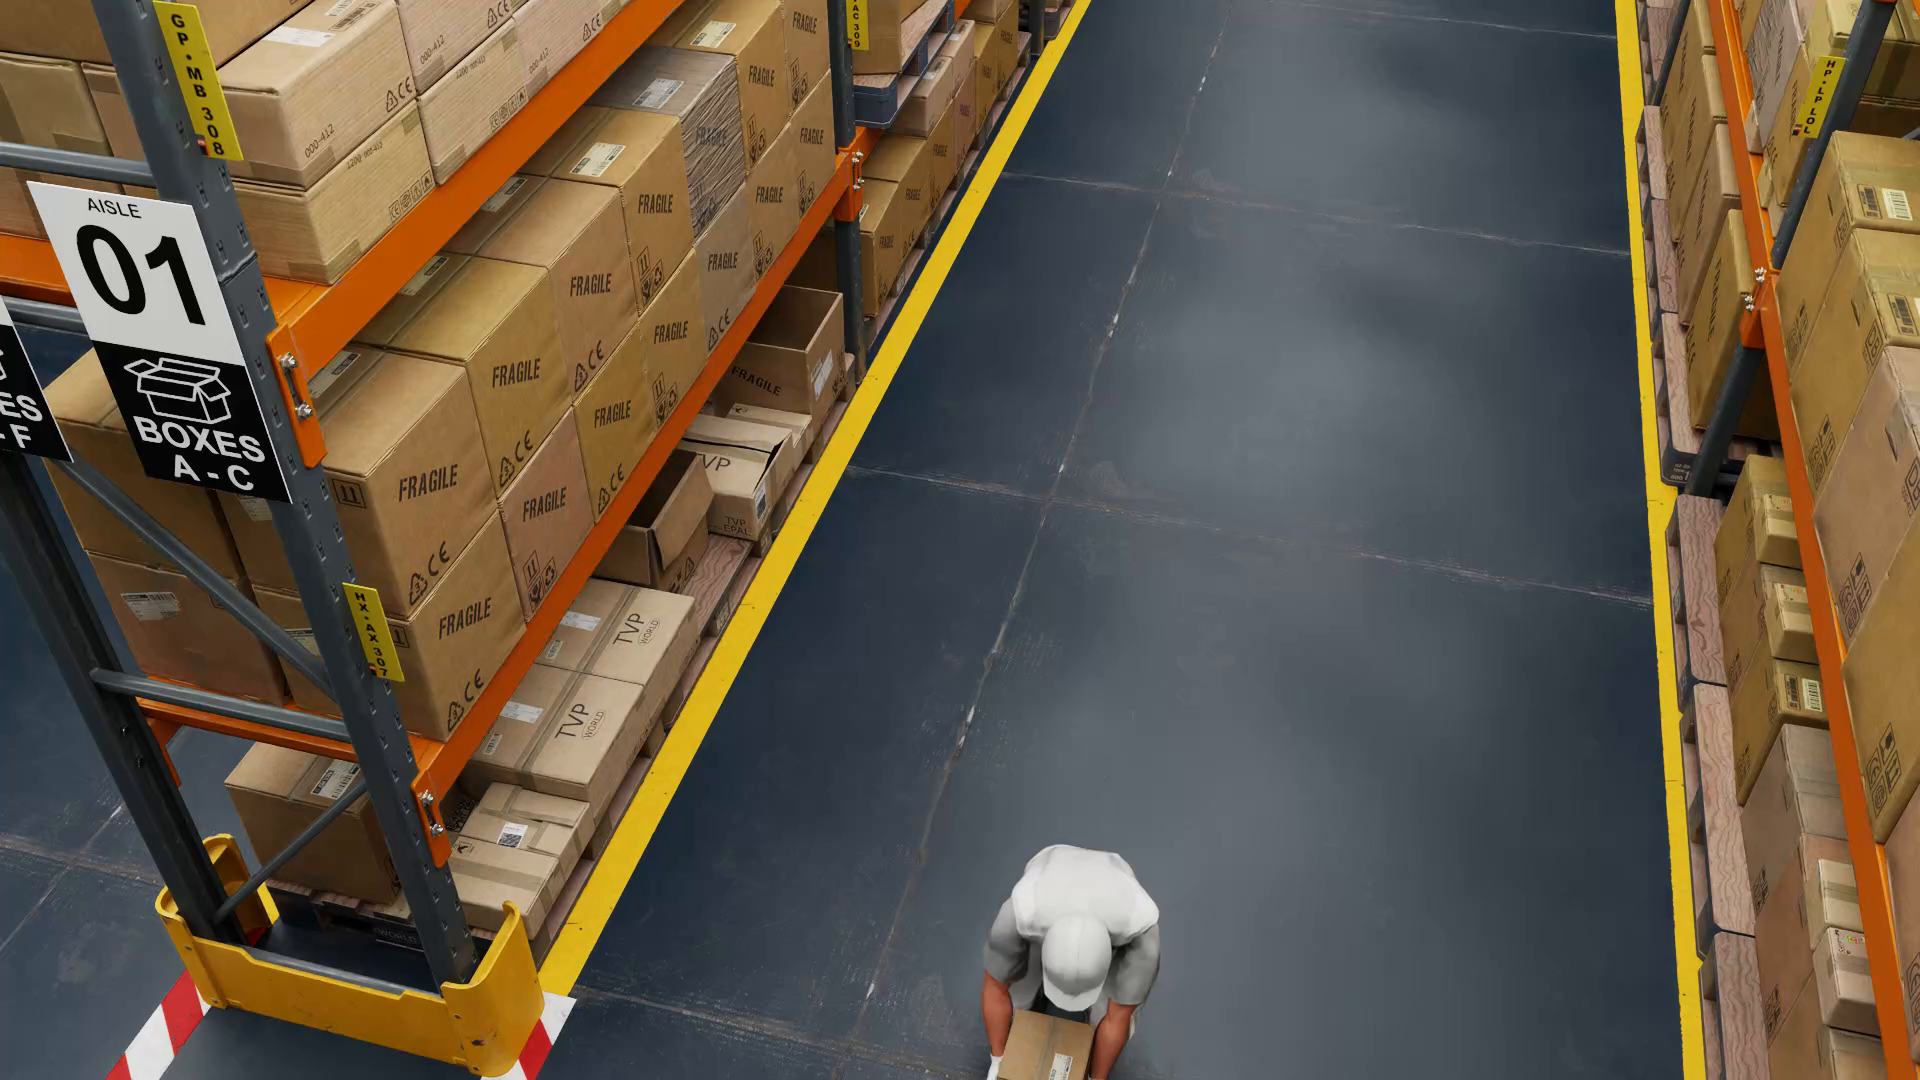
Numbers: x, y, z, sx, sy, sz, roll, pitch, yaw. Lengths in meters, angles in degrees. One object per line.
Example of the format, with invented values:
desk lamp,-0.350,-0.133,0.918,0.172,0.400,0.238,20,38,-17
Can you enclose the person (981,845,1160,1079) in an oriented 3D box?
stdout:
person,0.343,1.309,5.231,0.533,0.996,0.871,10,42,11
